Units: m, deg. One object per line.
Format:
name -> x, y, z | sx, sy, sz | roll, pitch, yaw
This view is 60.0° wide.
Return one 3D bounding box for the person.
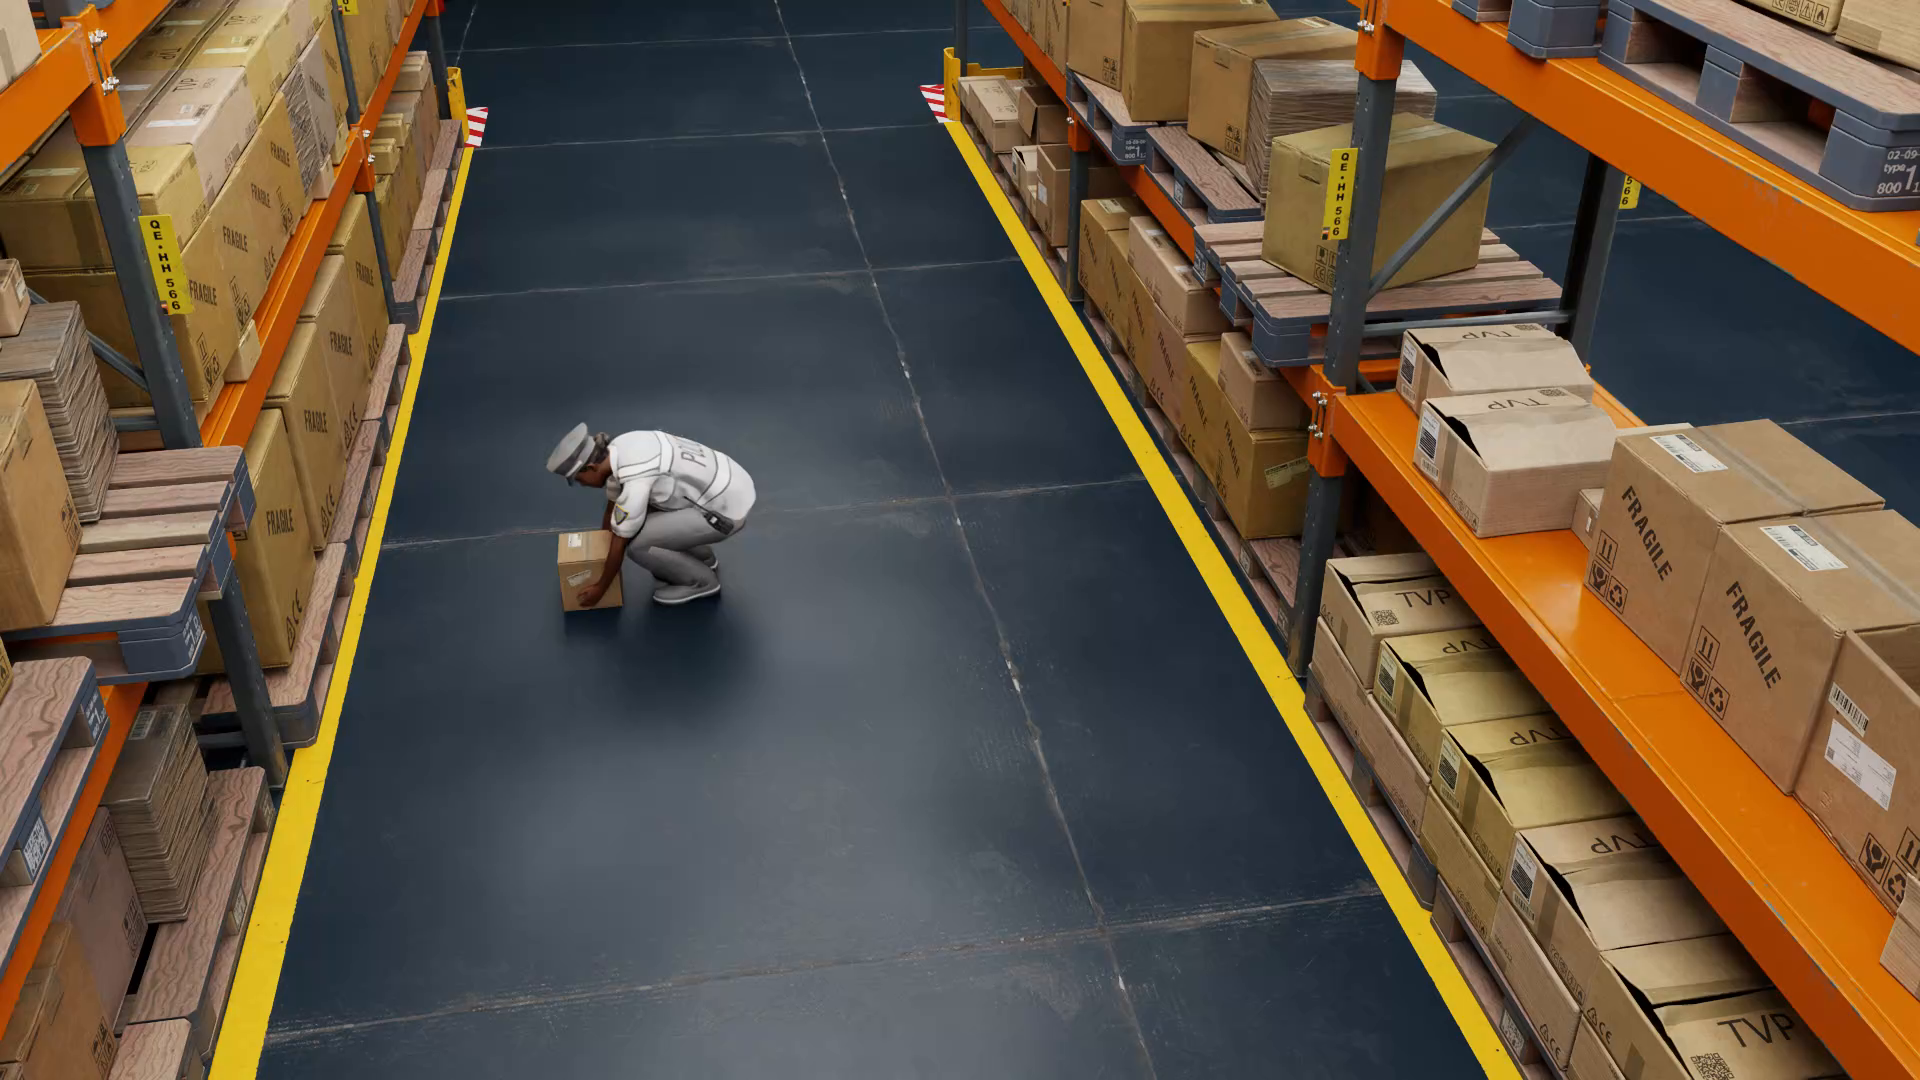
person -> -1.315, -0.148, 7.183 | 0.863, 0.852, 0.471 | -5, 31, -9
